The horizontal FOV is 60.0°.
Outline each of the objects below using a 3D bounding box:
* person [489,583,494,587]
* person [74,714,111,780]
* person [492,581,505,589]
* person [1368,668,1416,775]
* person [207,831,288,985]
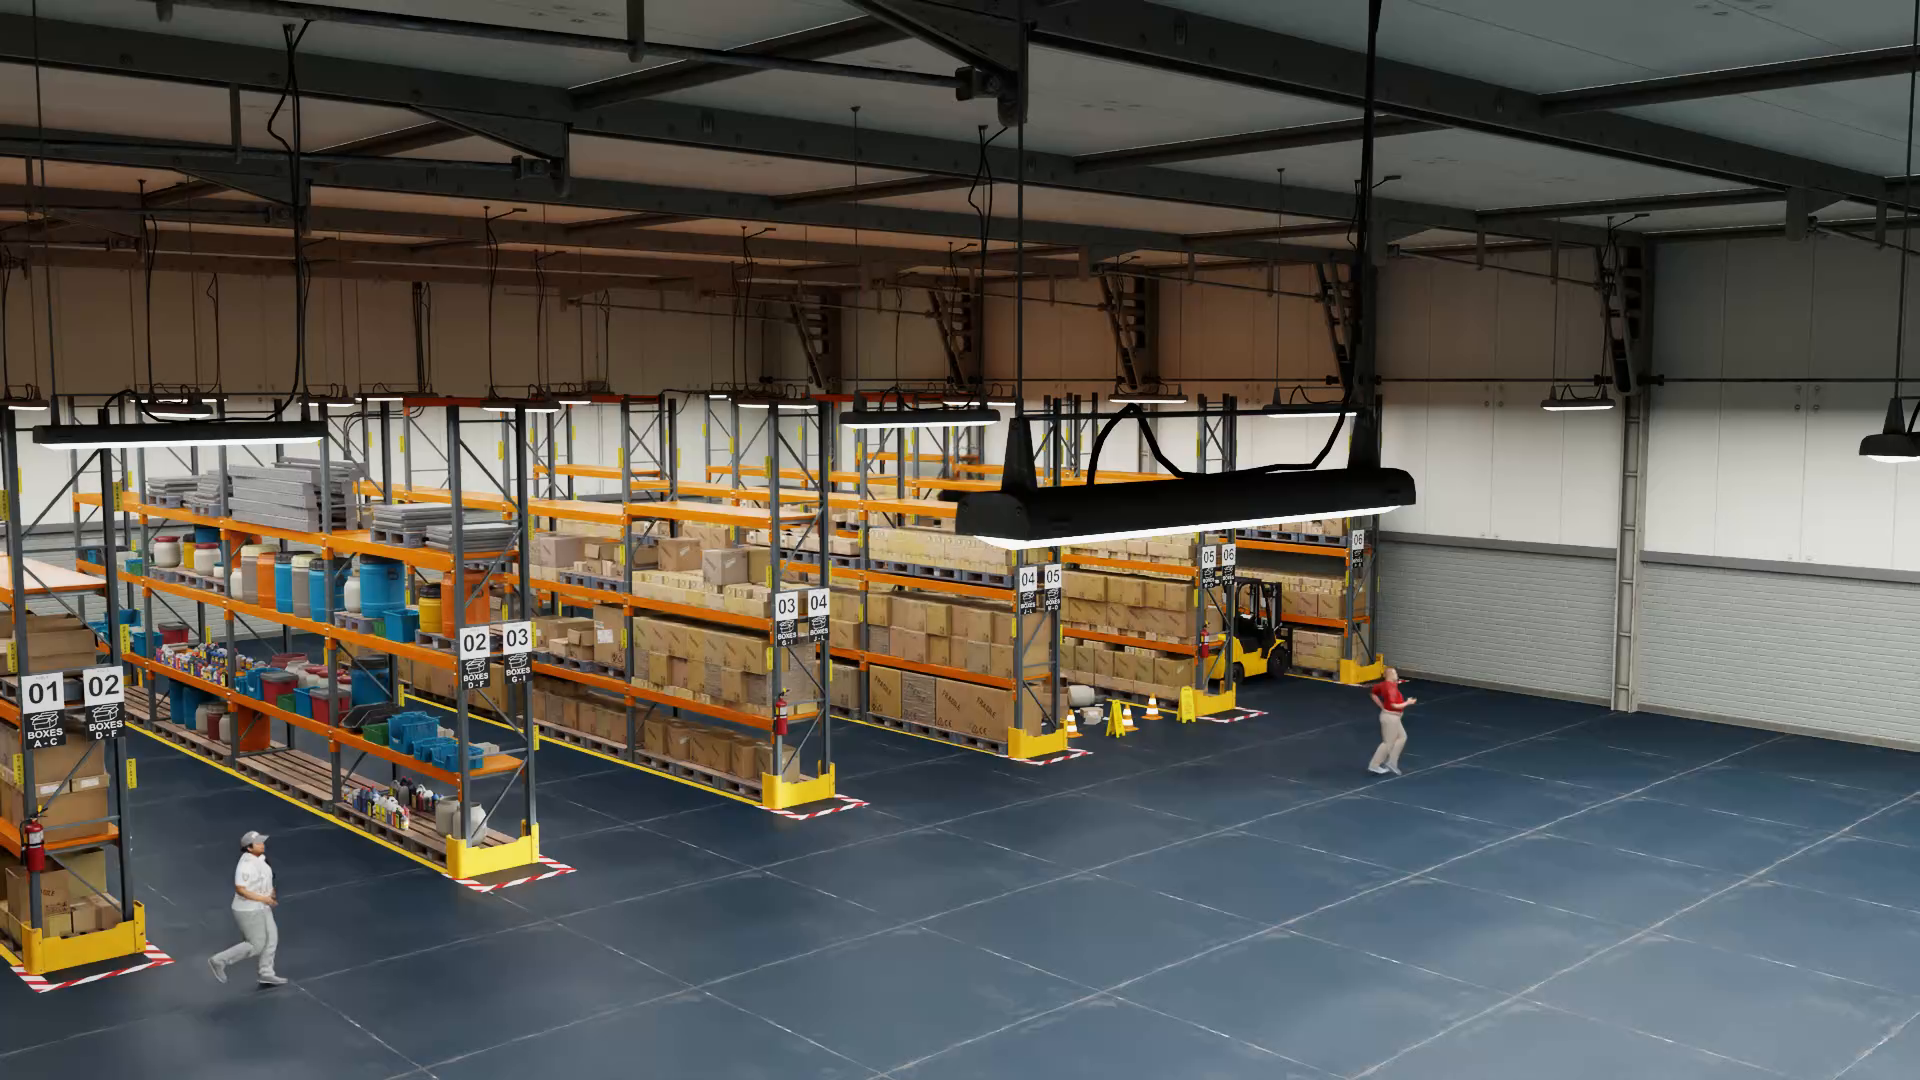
[{"bbox_3d":[-10.938,1.793,38.539,0.713,1.630,0.530,-1,6,-7],"label":"person"},{"bbox_3d":[-13.823,2.898,26.366,0.956,1.761,0.700,3,7,32],"label":"person"},{"bbox_3d":[-11.151,1.651,39.755,0.886,1.735,0.625,2,6,17],"label":"person"},{"bbox_3d":[6.898,2.919,26.574,0.727,1.781,0.640,0,6,4],"label":"person"},{"bbox_3d":[-7.432,3.854,17.363,0.721,1.660,0.612,-1,6,-12],"label":"person"}]
